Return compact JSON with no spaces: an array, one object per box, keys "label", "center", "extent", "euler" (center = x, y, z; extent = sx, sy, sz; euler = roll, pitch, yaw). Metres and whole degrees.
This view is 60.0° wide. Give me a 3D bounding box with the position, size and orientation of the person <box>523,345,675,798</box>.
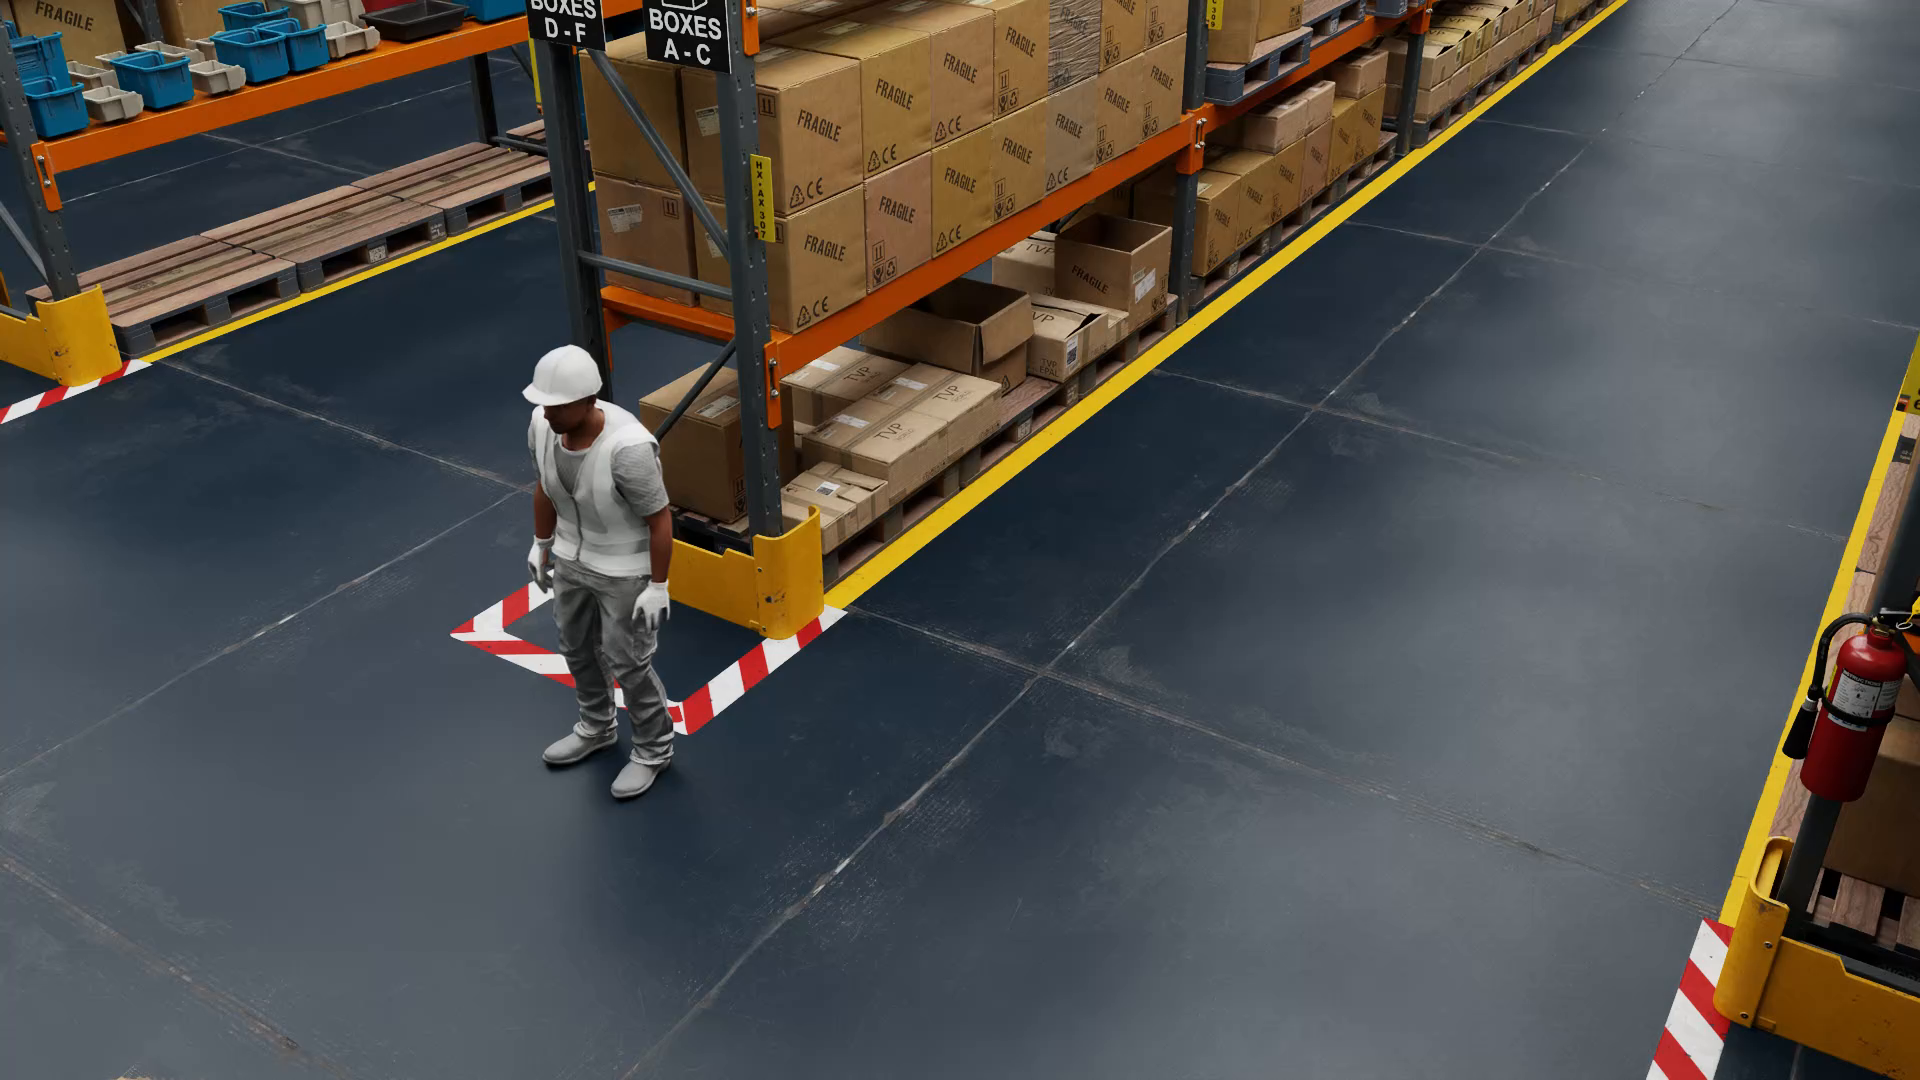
[{"label":"person","center":[-1.284,0.106,5.940],"extent":[0.625,1.772,0.451],"euler":[18,35,28]}]
